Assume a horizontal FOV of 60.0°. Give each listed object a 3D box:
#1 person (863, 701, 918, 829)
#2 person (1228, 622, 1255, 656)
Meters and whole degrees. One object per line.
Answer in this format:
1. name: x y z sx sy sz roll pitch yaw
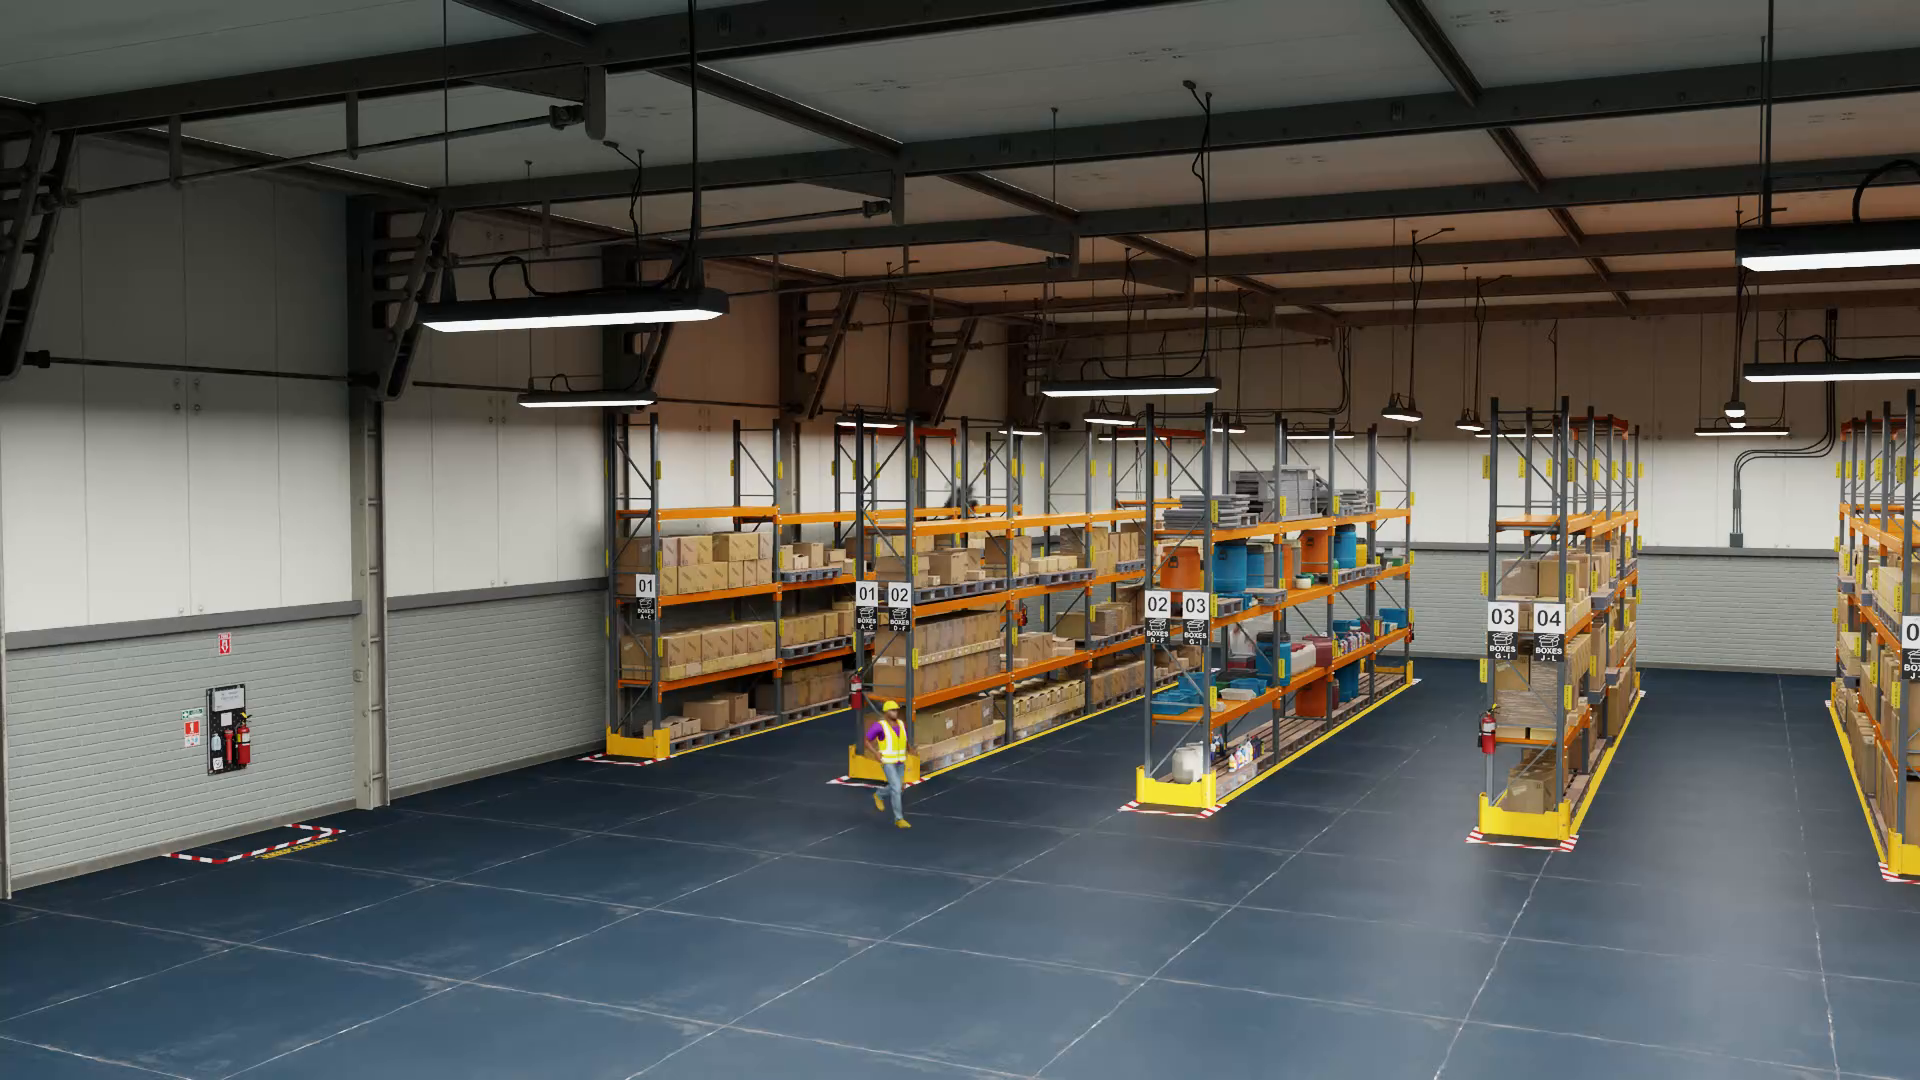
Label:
1. person: -0.990 3.147 23.513 0.700 1.761 0.872 -2 3 -42
2. person: 6.134 2.615 36.580 0.701 1.735 0.712 1 3 21
